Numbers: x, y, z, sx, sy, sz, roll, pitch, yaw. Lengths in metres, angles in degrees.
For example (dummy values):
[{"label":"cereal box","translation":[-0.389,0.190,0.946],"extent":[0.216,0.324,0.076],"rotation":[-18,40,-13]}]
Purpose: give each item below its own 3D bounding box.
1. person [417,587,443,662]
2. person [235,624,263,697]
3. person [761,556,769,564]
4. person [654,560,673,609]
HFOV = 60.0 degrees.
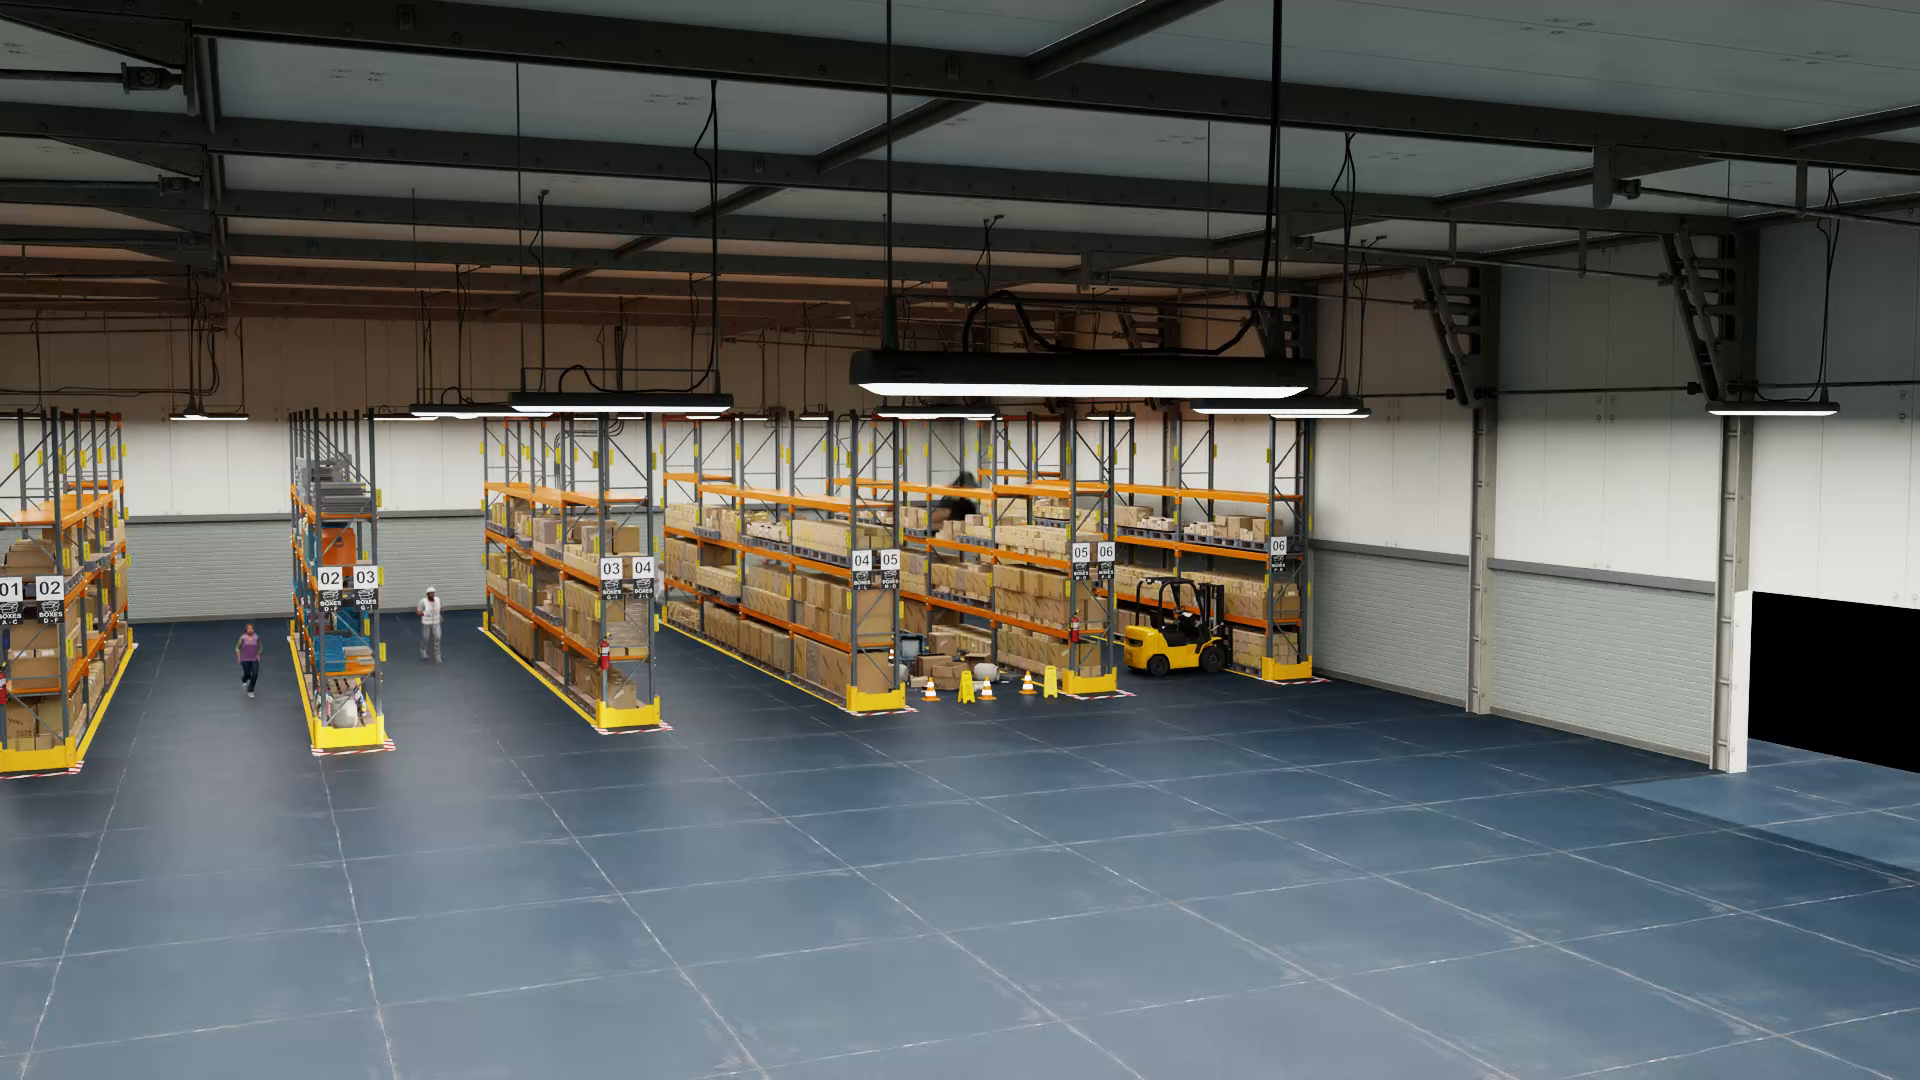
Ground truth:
[{"label":"person","translation":[-12.737,2.014,39.986],"extent":[0.645,1.785,0.977],"rotation":[-3,5,-35]},{"label":"person","translation":[-14.865,2.520,34.809],"extent":[0.522,1.553,0.577],"rotation":[-3,5,-33]},{"label":"person","translation":[-5.999,1.322,50.498],"extent":[0.626,1.737,0.707],"rotation":[-2,4,-22]},{"label":"person","translation":[-8.711,1.428,48.845],"extent":[0.684,1.710,0.701],"rotation":[-2,5,-28]}]
